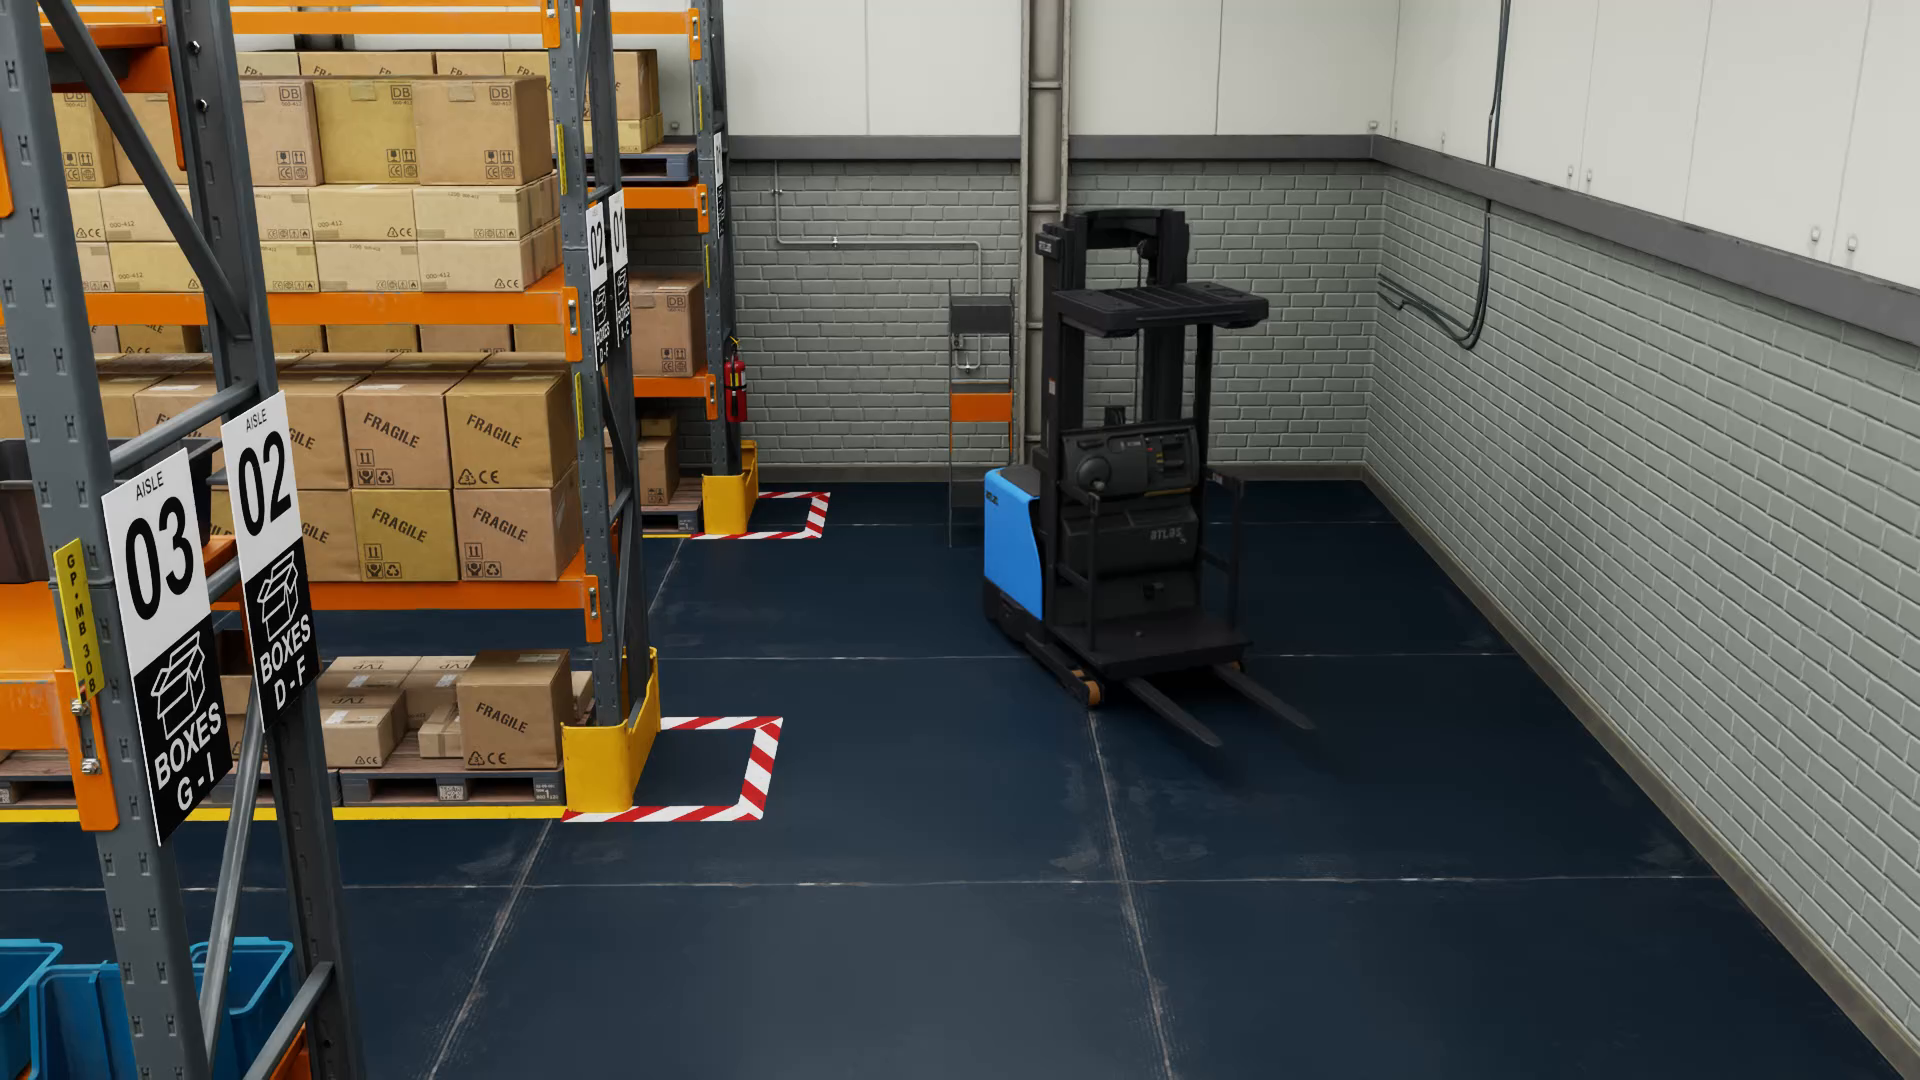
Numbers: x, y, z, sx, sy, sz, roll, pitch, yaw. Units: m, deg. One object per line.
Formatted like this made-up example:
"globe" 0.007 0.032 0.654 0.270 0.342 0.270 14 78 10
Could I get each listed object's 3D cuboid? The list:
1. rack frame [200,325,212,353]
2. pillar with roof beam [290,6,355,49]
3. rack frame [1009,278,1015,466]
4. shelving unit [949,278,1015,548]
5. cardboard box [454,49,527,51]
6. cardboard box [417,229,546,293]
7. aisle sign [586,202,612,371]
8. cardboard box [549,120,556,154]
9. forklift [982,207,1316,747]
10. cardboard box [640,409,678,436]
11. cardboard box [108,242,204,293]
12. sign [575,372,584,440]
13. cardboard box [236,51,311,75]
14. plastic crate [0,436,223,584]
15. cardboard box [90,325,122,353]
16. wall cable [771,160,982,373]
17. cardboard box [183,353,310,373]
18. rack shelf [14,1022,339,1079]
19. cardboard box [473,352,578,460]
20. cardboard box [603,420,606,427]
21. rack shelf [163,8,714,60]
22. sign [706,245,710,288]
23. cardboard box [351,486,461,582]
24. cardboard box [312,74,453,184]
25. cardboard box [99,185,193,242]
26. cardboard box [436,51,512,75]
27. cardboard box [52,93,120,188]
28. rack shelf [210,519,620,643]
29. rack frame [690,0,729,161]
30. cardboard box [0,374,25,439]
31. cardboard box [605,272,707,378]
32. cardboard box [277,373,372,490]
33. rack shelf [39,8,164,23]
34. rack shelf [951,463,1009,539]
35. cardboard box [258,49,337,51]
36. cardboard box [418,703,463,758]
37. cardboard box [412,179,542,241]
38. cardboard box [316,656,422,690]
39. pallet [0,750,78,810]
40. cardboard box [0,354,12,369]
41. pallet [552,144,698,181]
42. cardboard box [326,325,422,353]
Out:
"rack frame" -5.970 -1.630 13.718 0.127 3.000 1.000 0 18 -1
"pillar with roof beam" -5.216 -3.439 9.537 0.400 9.000 9.100 0 18 -1
"rack frame" 0.409 -1.002 13.233 0.015 2.100 0.400 0 18 -1
"shelving unit" 0.165 -1.001 13.229 0.503 2.100 0.431 0 18 -1
"cardboard box" -3.737 -3.678 13.359 0.500 0.500 0.500 0 18 -1
"cardboard box" -2.398 -1.410 8.368 0.500 0.250 0.500 0 18 -1
"aisle sign" -1.816 -1.281 8.374 0.004 0.787 0.394 0 18 -1
"cardboard box" -3.219 -3.166 12.991 0.500 0.250 0.500 -1 18 -3
"forklift" 1.166 -0.503 10.316 1.130 2.935 3.031 -7 19 -20
"cardboard box" -2.547 -0.996 14.083 0.250 0.149 0.380 0 18 0
"cardboard box" -3.898 -1.407 8.359 0.500 0.250 0.500 0 18 -1
"sign" -1.900 -0.669 8.308 0.005 0.325 0.100 0 18 -1
"cardboard box" -5.253 -3.509 12.833 0.500 0.500 0.500 0 18 -1
"plastic crate" -2.204 -0.073 4.167 0.590 0.269 0.497 0 18 -1
"cardboard box" -6.938 -1.744 13.390 0.500 0.500 0.500 0 18 0
"wall cable" -0.705 -2.428 14.543 1.851 1.984 0.084 0 18 -1
"cardboard box" -3.867 -0.730 9.112 0.500 0.500 0.500 0 18 -1
"rack shelf" -3.814 1.729 4.426 4.000 0.370 1.077 0 18 -1
"cardboard box" -2.336 -0.738 9.138 0.500 0.500 0.500 0 18 1
"cardboard box" -3.050 -0.876 13.711 0.250 0.149 0.380 0 18 1
"rack shelf" -3.970 -3.963 13.003 4.000 0.370 1.077 0 18 -1
"sign" -1.976 -2.148 13.048 0.005 0.325 0.100 0 18 -1
"cardboard box" -2.851 -0.095 8.770 0.500 0.500 0.500 0 18 0
"cardboard box" -2.903 -2.104 8.486 0.500 0.500 0.700 0 18 -1
"cardboard box" -3.898 -1.643 8.274 0.500 0.250 0.500 0 18 -1
"cardboard box" -3.720 -3.520 12.865 0.500 0.500 0.500 -1 18 -3
"cardboard box" -4.401 -2.047 8.305 0.500 0.500 0.700 0 18 -1
"rack shelf" -3.888 0.216 9.142 4.000 0.370 1.077 0 18 -1
"rack frame" -1.971 -4.506 12.862 0.127 3.000 1.000 0 18 -1
"cardboard box" -4.897 -0.560 8.581 0.500 0.500 0.500 -1 18 -3
"cardboard box" -2.480 -1.787 13.715 0.700 0.700 0.980 1 18 2
"cardboard box" -3.353 -0.567 8.605 0.500 0.500 0.500 0 18 1
"rack shelf" -7.970 -3.944 12.943 4.000 0.370 1.077 0 18 -1
"rack shelf" 0.166 -0.321 13.447 0.480 0.518 0.431 0 18 -1
"cardboard box" -5.275 -3.666 13.322 0.500 0.500 0.500 0 18 -1
"cardboard box" -2.835 1.056 9.265 0.250 0.166 0.380 0 18 -1
"cardboard box" -2.398 -1.651 8.300 0.500 0.250 0.500 0 18 -1
"cardboard box" -3.437 0.884 9.662 0.500 0.250 0.500 0 18 -1
"pallet" -5.201 1.208 9.437 1.213 0.211 1.003 0 18 -1
"cardboard box" -5.387 -0.722 9.088 0.500 0.500 0.500 0 18 -1
"pallet" -2.712 -3.029 13.313 1.213 0.211 1.003 0 18 -1
"cardboard box" -4.697 -1.772 13.671 0.700 0.700 0.980 -1 18 -2
